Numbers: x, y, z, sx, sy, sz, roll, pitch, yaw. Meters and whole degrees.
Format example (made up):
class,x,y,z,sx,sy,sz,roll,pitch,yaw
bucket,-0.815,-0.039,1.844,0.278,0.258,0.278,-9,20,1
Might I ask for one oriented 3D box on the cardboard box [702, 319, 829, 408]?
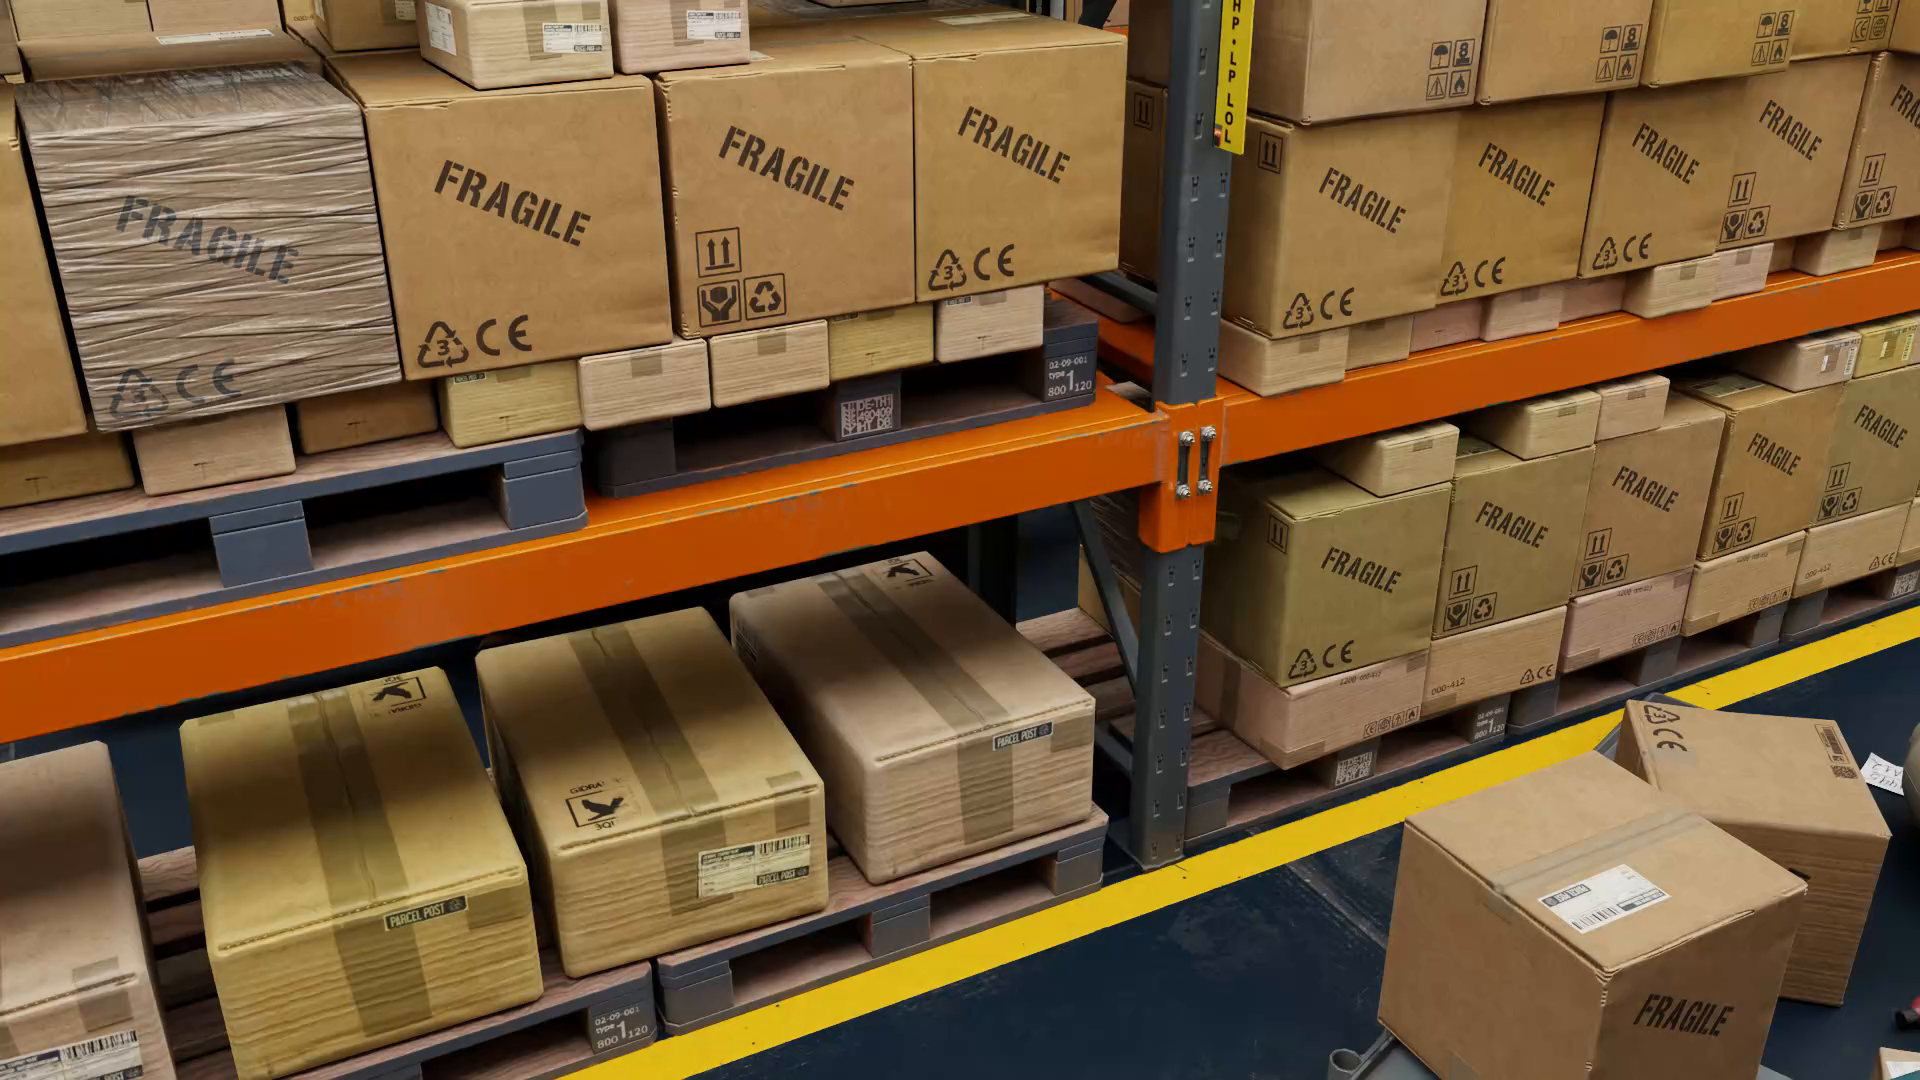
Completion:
class,x,y,z,sx,sy,sz,roll,pitch,yaw
cardboard box,-0.466,-0.423,3.470,0.250,0.149,0.380,-14,29,-26

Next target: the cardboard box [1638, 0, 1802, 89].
class,x,y,z,sx,sy,sz,roll,pitch,yaw
cardboard box,1.717,-1.494,4.282,0.500,0.500,0.700,-14,29,-26

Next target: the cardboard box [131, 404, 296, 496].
class,x,y,z,sx,sy,sz,roll,pitch,yaw
cardboard box,-1.396,-0.237,3.083,0.250,0.149,0.380,-12,28,-23

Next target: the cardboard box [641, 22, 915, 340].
class,x,y,z,sx,sy,sz,roll,pitch,yaw
cardboard box,-0.427,-0.755,3.413,0.500,0.500,0.500,-13,28,-25

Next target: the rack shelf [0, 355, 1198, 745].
class,x,y,z,sx,sy,sz,roll,pitch,yaw
rack shelf,-1.455,0.062,3.487,4.000,0.370,1.077,-13,29,-25

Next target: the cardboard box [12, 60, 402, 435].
class,x,y,z,sx,sy,sz,roll,pitch,yaw
cardboard box,-1.347,-0.545,2.976,0.500,0.500,0.500,-14,29,-27

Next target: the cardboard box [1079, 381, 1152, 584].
class,x,y,z,sx,sy,sz,roll,pitch,yaw
cardboard box,0.706,-0.181,4.986,0.500,0.500,0.500,-13,29,-26

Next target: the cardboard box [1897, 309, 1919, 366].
class,x,y,z,sx,sy,sz,roll,pitch,yaw
cardboard box,2.963,-0.702,5.322,0.250,0.149,0.380,-12,28,-24

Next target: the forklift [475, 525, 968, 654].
class,x,y,z,sx,sy,sz,roll,pitch,yaw
forklift,-1.381,-1.126,5.209,3.031,2.935,1.130,-10,27,-20

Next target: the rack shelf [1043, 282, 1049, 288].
class,x,y,z,sx,sy,sz,roll,pitch,yaw
rack shelf,0.323,-0.931,5.896,0.480,0.148,0.258,-10,27,-20

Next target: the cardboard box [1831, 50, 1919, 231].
class,x,y,z,sx,sy,sz,roll,pitch,yaw
cardboard box,2.603,-1.247,4.923,0.500,0.500,0.500,-13,29,-25

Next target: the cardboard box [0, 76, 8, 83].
class,x,y,z,sx,sy,sz,roll,pitch,yaw
cardboard box,-2.053,-0.635,3.163,0.500,0.500,0.500,-15,30,-29

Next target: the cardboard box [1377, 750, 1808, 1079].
class,x,y,z,sx,sy,sz,roll,pitch,yaw
cardboard box,1.174,0.789,3.154,0.500,0.500,0.500,-13,29,-25

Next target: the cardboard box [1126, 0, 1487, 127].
class,x,y,z,sx,sy,sz,roll,pitch,yaw
cardboard box,0.800,-1.307,3.891,0.500,0.500,0.700,-13,29,-26

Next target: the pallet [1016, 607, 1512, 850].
class,x,y,z,sx,sy,sz,roll,pitch,yaw
pallet,0.886,0.437,5.096,1.213,0.211,1.003,-13,29,-25

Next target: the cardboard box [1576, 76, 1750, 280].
class,x,y,z,sx,sy,sz,roll,pitch,yaw
cardboard box,1.710,-1.041,4.493,0.500,0.500,0.500,-13,29,-26

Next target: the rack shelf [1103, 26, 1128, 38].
class,x,y,z,sx,sy,sz,roll,pitch,yaw
rack shelf,-0.264,-2.648,9.131,4.000,0.370,1.077,-13,29,-25

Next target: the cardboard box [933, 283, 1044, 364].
class,x,y,z,sx,sy,sz,roll,pitch,yaw
cardboard box,-0.014,-0.536,3.705,0.250,0.149,0.380,-13,28,-24

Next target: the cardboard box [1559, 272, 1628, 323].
class,x,y,z,sx,sy,sz,roll,pitch,yaw
cardboard box,1.612,-0.739,4.613,0.250,0.149,0.380,-13,29,-25

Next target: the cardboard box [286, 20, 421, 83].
class,x,y,z,sx,sy,sz,roll,pitch,yaw
cardboard box,-1.123,-0.855,3.620,0.500,0.500,0.500,-13,29,-25

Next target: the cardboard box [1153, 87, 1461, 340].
class,x,y,z,sx,sy,sz,roll,pitch,yaw
cardboard box,0.829,-0.832,4.059,0.500,0.500,0.500,-13,29,-25

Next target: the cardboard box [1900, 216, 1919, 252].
class,x,y,z,sx,sy,sz,roll,pitch,yaw
cardboard box,2.990,-1.012,5.181,0.250,0.149,0.380,-12,28,-24

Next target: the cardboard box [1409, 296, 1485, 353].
class,x,y,z,sx,sy,sz,roll,pitch,yaw
cardboard box,1.157,-0.635,4.398,0.250,0.149,0.380,-13,29,-25

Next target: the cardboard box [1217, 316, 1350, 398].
class,x,y,z,sx,sy,sz,roll,pitch,yaw
cardboard box,0.739,-0.498,4.113,0.250,0.149,0.380,-13,29,-25

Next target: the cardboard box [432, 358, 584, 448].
class,x,y,z,sx,sy,sz,roll,pitch,yaw
cardboard box,-0.921,-0.333,3.284,0.250,0.149,0.380,-13,29,-25

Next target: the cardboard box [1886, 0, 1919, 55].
class,x,y,z,sx,sy,sz,roll,pitch,yaw
cardboard box,2.640,-1.684,4.677,0.500,0.500,0.700,-13,29,-26

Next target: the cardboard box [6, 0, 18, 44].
class,x,y,z,sx,sy,sz,roll,pitch,yaw
cardboard box,-4.139,-2.106,6.767,0.500,0.250,0.500,-14,29,-26

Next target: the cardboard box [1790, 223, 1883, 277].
class,x,y,z,sx,sy,sz,roll,pitch,yaw
cardboard box,2.514,-0.926,5.004,0.250,0.149,0.380,-13,29,-26

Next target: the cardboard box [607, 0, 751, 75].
class,x,y,z,sx,sy,sz,roll,pitch,yaw
cardboard box,-0.593,-1.005,3.184,0.250,0.149,0.380,-14,29,-27

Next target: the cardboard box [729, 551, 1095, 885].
class,x,y,z,sx,sy,sz,roll,pitch,yaw
cardboard box,-0.152,0.433,4.433,0.625,0.372,0.950,-13,28,-24

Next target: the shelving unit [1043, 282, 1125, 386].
class,x,y,z,sx,sy,sz,roll,pitch,yaw
shelving unit,0.323,-0.577,6.066,0.503,1.200,0.258,-10,27,-20

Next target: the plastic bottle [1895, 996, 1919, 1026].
class,x,y,z,sx,sy,sz,roll,pitch,yaw
plastic bottle,2.331,1.108,3.871,0.283,0.061,0.133,-8,27,-16

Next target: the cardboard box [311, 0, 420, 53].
class,x,y,z,sx,sy,sz,roll,pitch,yaw
cardboard box,-1.182,-1.110,3.401,0.250,0.149,0.380,-11,28,-22

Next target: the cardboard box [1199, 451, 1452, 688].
class,x,y,z,sx,sy,sz,roll,pitch,yaw
cardboard box,0.958,0.025,4.557,0.500,0.500,0.500,-12,28,-23

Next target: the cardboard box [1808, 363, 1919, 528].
class,x,y,z,sx,sy,sz,roll,pitch,yaw
cardboard box,2.796,-0.402,5.447,0.500,0.500,0.500,-12,28,-23

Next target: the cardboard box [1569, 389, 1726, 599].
class,x,y,z,sx,sy,sz,roll,pitch,yaw
cardboard box,1.883,-0.193,5.012,0.500,0.500,0.500,-11,28,-22

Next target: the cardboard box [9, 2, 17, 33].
class,x,y,z,sx,sy,sz,roll,pitch,yaw
cardboard box,-3.952,-2.411,7.401,0.500,0.250,0.500,-14,29,-26

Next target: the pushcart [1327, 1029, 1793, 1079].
class,x,y,z,sx,sy,sz,roll,pitch,yaw
pushcart,1.427,1.373,2.955,1.648,0.377,0.936,21,33,37

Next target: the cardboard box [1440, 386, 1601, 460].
class,x,y,z,sx,sy,sz,roll,pitch,yaw
cardboard box,1.549,-0.375,4.641,0.250,0.149,0.380,-12,28,-23

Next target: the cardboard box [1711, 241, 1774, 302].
class,x,y,z,sx,sy,sz,roll,pitch,yaw
cardboard box,2.081,-0.817,4.777,0.250,0.149,0.380,-13,29,-25

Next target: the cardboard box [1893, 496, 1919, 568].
class,x,y,z,sx,sy,sz,roll,pitch,yaw
cardboard box,3.232,-0.162,5.814,0.500,0.250,0.500,-13,29,-25

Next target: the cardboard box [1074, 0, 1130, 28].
class,x,y,z,sx,sy,sz,roll,pitch,yaw
cardboard box,0.728,-3.122,9.171,0.500,0.500,0.500,-12,28,-23

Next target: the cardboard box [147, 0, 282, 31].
class,x,y,z,sx,sy,sz,roll,pitch,yaw
cardboard box,-3.246,-2.316,7.203,0.500,0.250,0.500,-12,28,-24

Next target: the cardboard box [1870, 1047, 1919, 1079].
class,x,y,z,sx,sy,sz,roll,pitch,yaw
cardboard box,2.039,1.216,3.410,0.258,0.266,0.396,10,27,20

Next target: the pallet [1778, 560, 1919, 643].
class,x,y,z,sx,sy,sz,roll,pitch,yaw
pallet,3.039,-0.060,6.131,1.213,0.211,1.003,-13,29,-25

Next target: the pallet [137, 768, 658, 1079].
class,x,y,z,sx,sy,sz,roll,pitch,yaw
pallet,-1.454,0.996,3.931,1.213,0.211,1.003,-13,29,-25

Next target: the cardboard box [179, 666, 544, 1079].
class,x,y,z,sx,sy,sz,roll,pitch,yaw
cardboard box,-1.397,0.723,3.829,0.625,0.372,0.950,-12,28,-23

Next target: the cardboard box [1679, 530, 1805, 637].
class,x,y,z,sx,sy,sz,roll,pitch,yaw
cardboard box,2.333,0.044,5.384,0.500,0.250,0.500,-14,29,-27

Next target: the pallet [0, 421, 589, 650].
class,x,y,z,sx,sy,sz,roll,pitch,yaw
pallet,-1.492,-0.188,3.397,1.213,0.211,1.003,-13,29,-25

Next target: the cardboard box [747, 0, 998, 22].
class,x,y,z,sx,sy,sz,roll,pitch,yaw
cardboard box,-0.239,-1.052,4.032,0.500,0.500,0.500,-12,28,-24

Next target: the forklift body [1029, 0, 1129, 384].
class,x,y,z,sx,sy,sz,roll,pitch,yaw
forklift body,0.686,-1.914,7.751,1.214,2.155,2.313,-13,29,-25

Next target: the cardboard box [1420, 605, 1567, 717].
class,x,y,z,sx,sy,sz,roll,pitch,yaw
cardboard box,1.423,0.250,4.955,0.500,0.250,0.500,-11,28,-22

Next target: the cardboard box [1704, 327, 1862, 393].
class,x,y,z,sx,sy,sz,roll,pitch,yaw
cardboard box,2.506,-0.599,5.107,0.250,0.149,0.380,-12,28,-23
